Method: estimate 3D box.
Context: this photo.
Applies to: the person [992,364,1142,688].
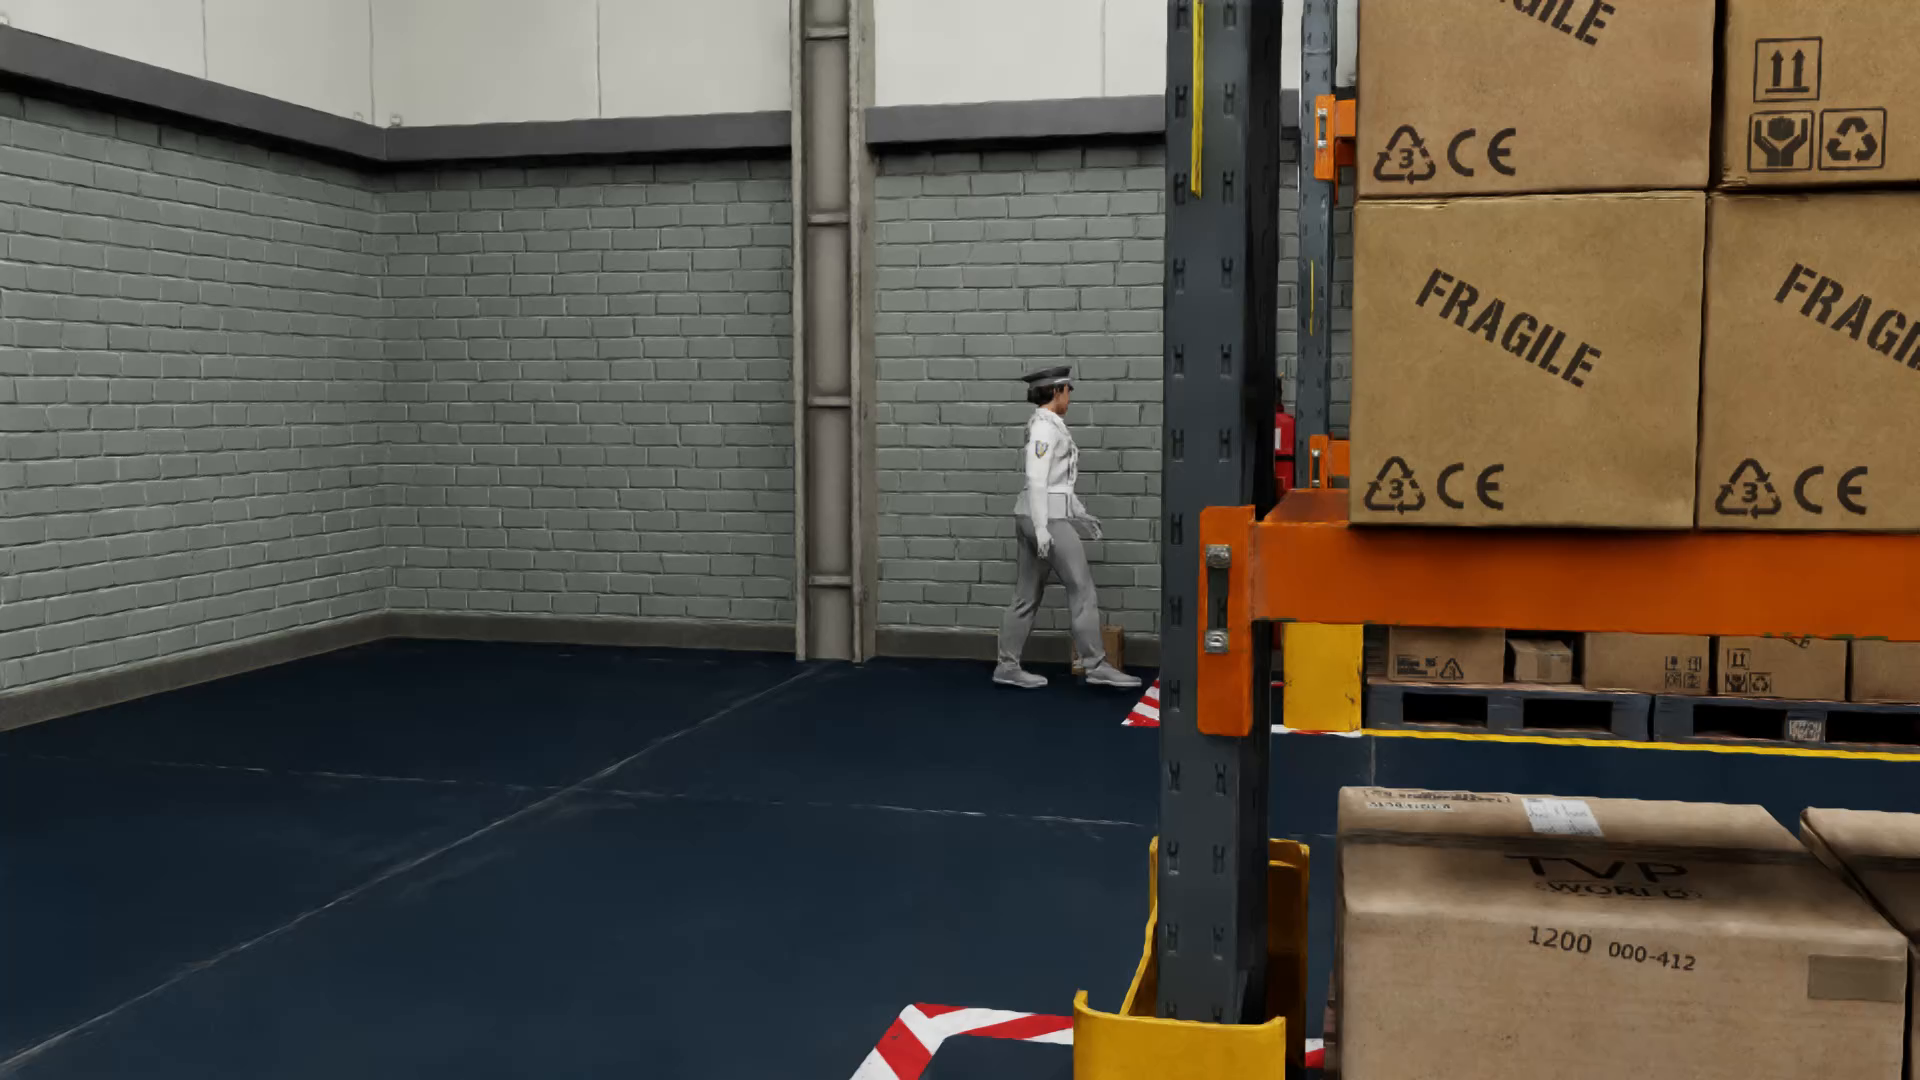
[{"bbox_3d":[0.536,-0.073,8.519,0.739,1.649,0.540,-1,5,-6],"label":"person"}]
